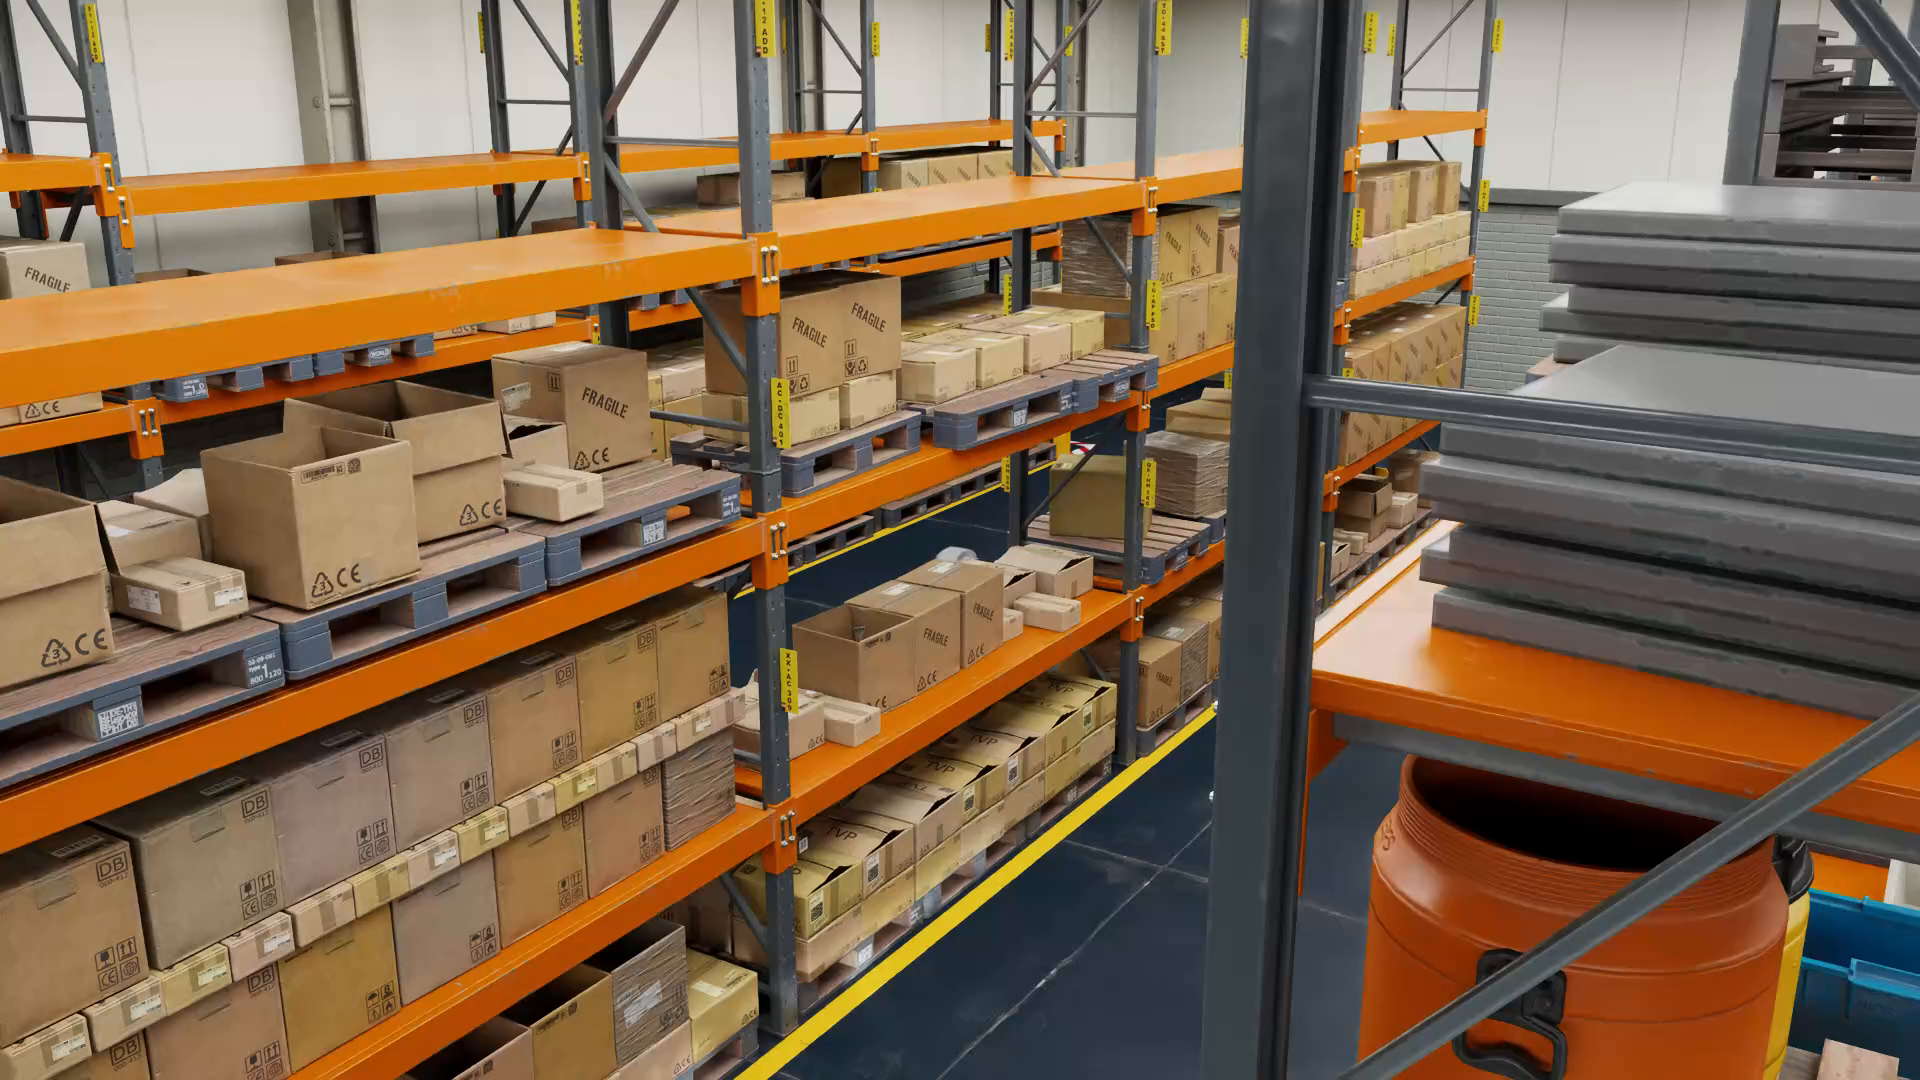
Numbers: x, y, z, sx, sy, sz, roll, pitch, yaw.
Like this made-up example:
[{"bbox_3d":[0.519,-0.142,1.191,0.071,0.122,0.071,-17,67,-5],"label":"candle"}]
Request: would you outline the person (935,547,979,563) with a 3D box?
[{"bbox_3d":[-0.121,0.535,14.017,0.425,0.873,0.853,9,19,28],"label":"person"}]
